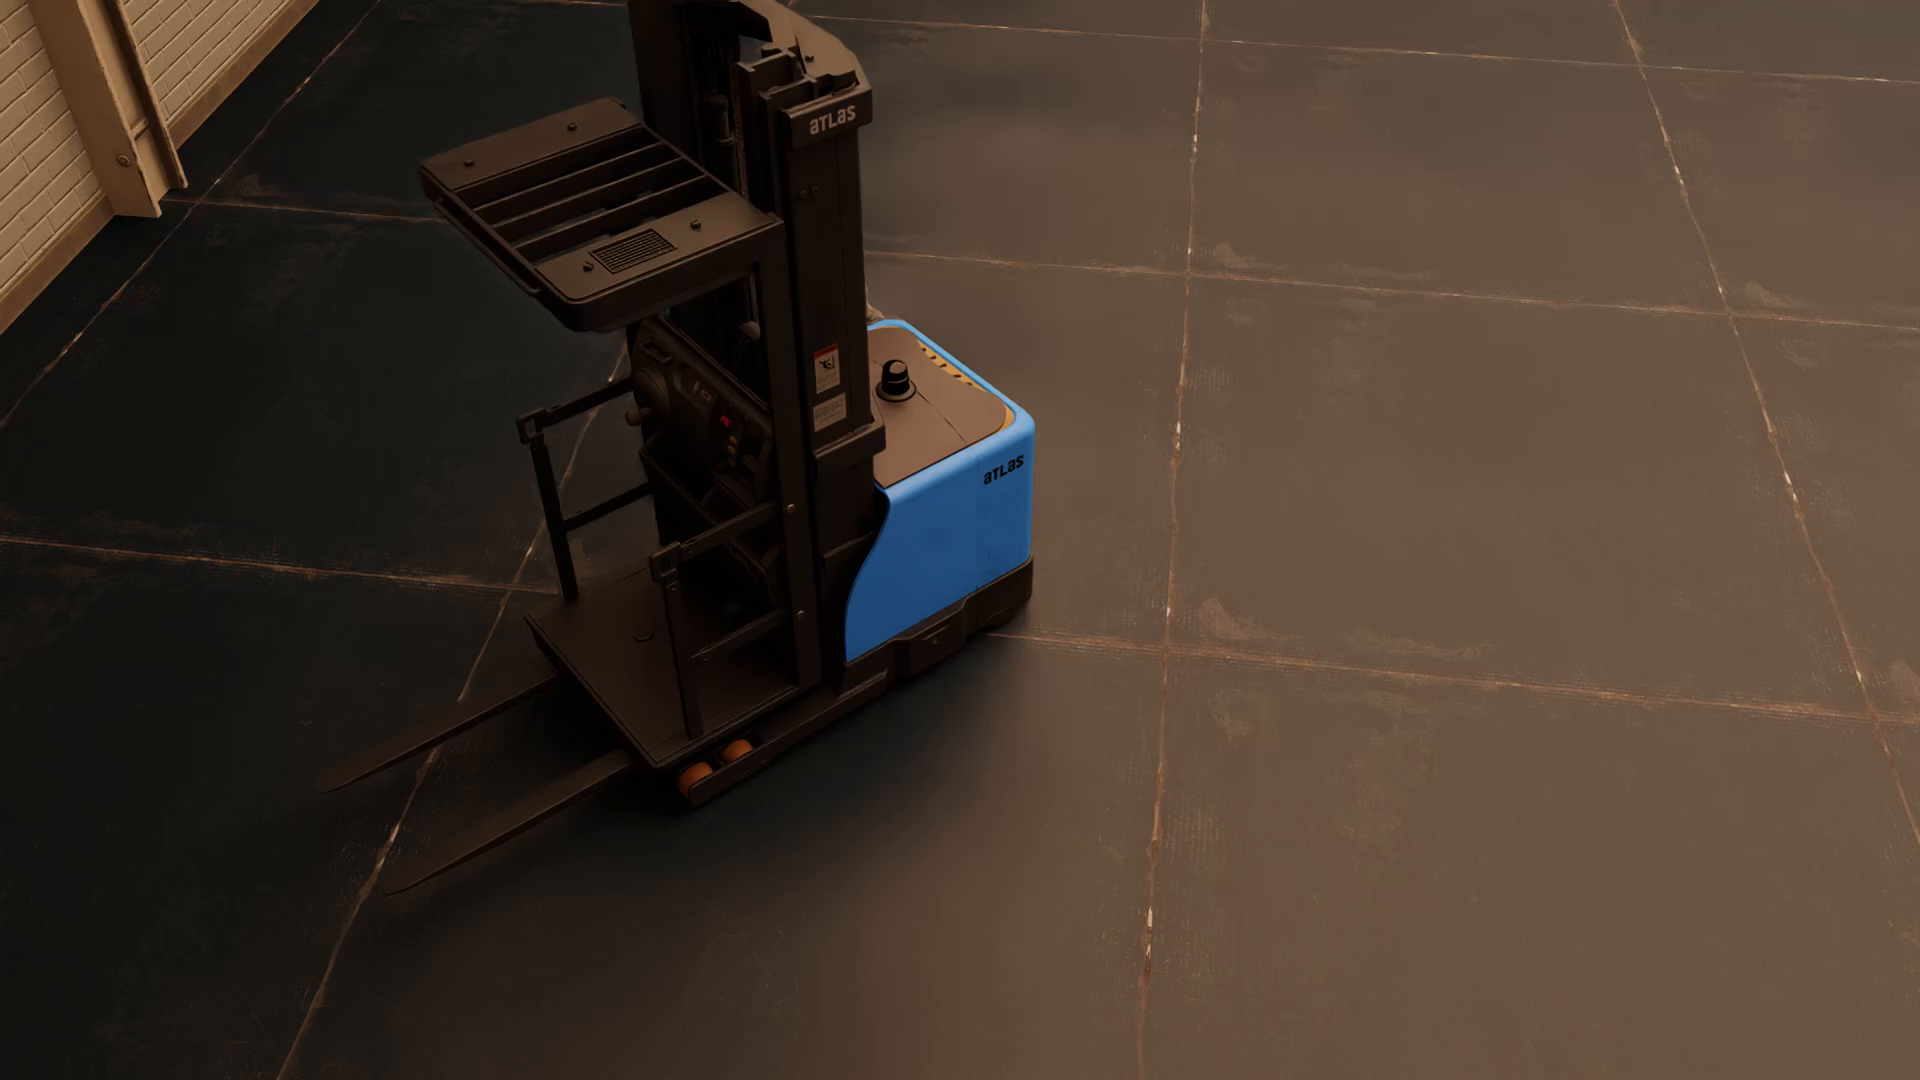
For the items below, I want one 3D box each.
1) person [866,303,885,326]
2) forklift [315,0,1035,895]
[{"bbox_3d":[-0.754,-0.998,7.871,0.975,1.609,0.812,15,45,16],"label":"person"},{"bbox_3d":[-1.141,-0.421,6.182,3.031,2.935,1.130,-28,50,-27],"label":"forklift"}]
